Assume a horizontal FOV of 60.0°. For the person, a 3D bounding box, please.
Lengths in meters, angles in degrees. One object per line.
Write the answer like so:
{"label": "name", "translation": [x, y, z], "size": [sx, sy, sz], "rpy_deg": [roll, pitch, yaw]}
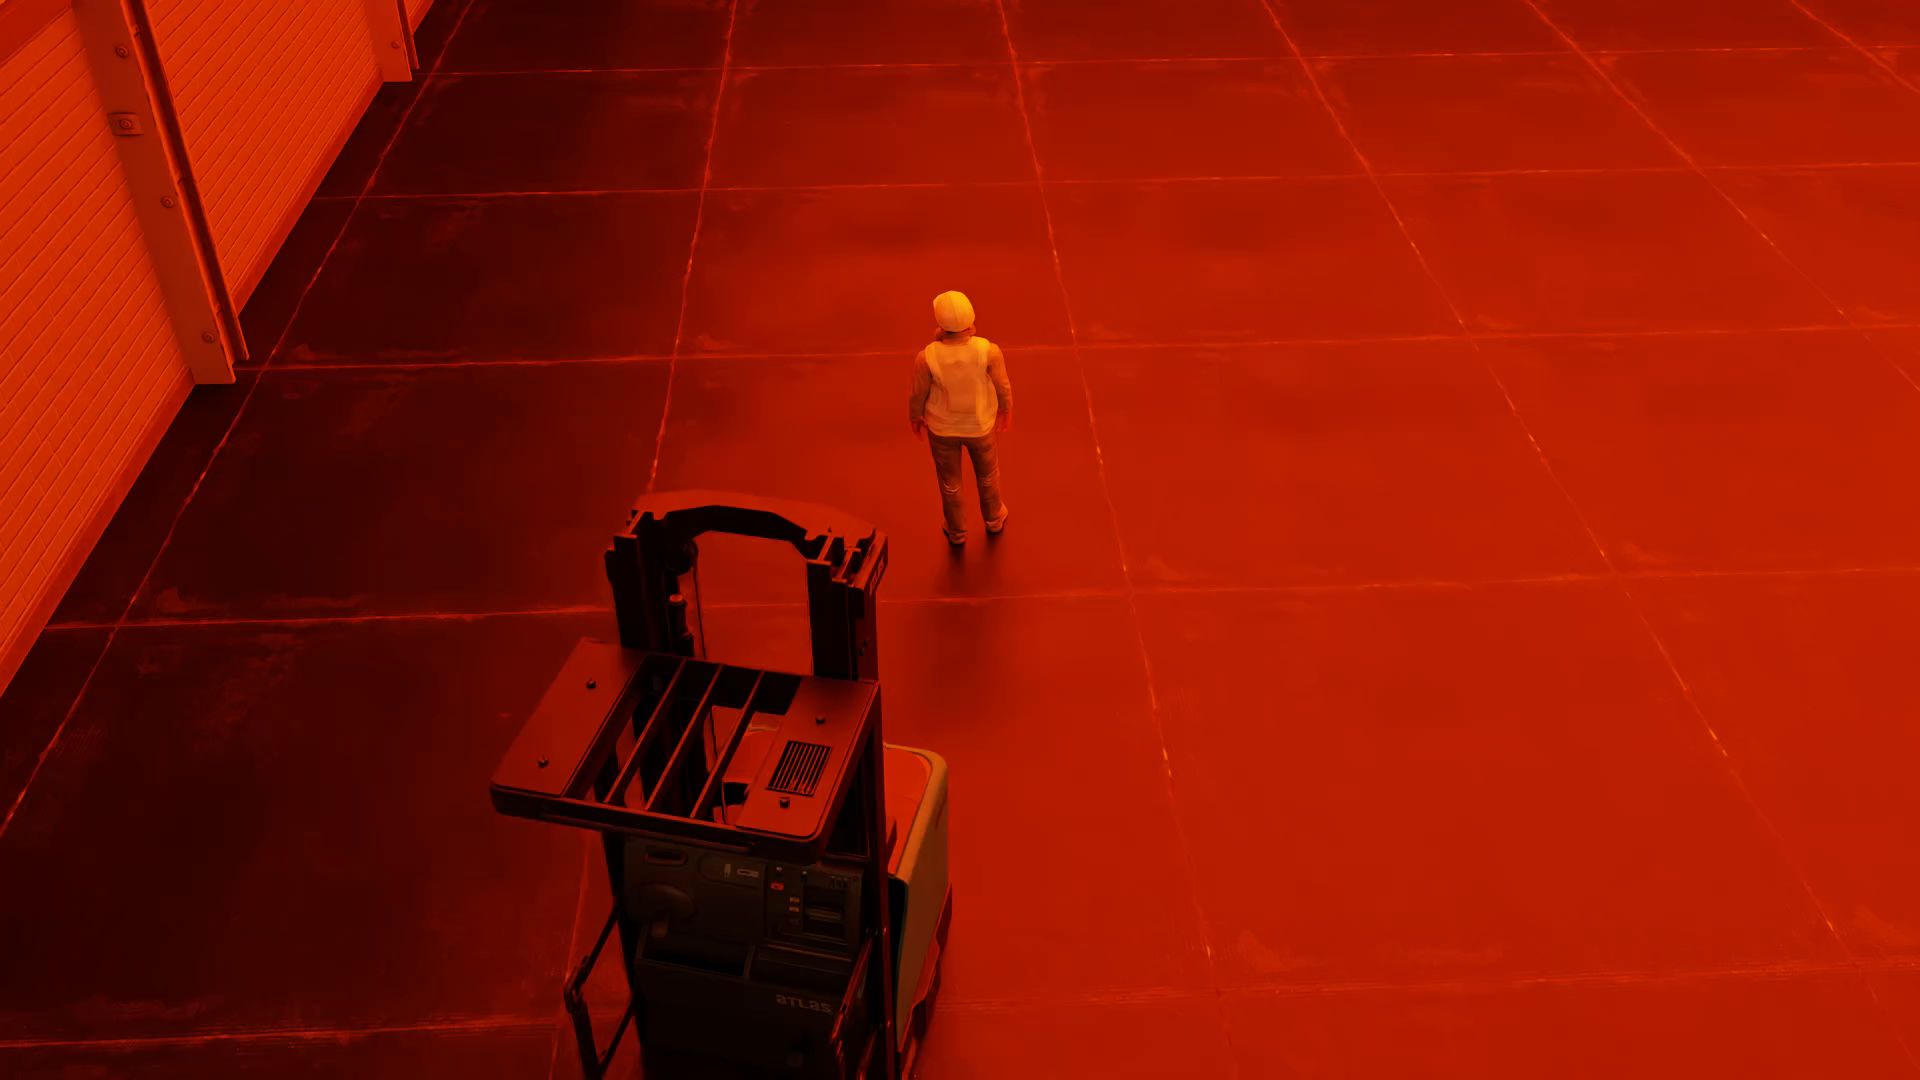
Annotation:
{"label": "person", "translation": [0.005, -0.760, 10.024], "size": [0.632, 1.773, 0.568], "rpy_deg": [-2, 36, -2]}

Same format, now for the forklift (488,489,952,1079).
{"label": "forklift", "translation": [-0.863, 1.410, 6.074], "size": [1.130, 2.935, 3.031], "rpy_deg": [8, 37, 10]}
